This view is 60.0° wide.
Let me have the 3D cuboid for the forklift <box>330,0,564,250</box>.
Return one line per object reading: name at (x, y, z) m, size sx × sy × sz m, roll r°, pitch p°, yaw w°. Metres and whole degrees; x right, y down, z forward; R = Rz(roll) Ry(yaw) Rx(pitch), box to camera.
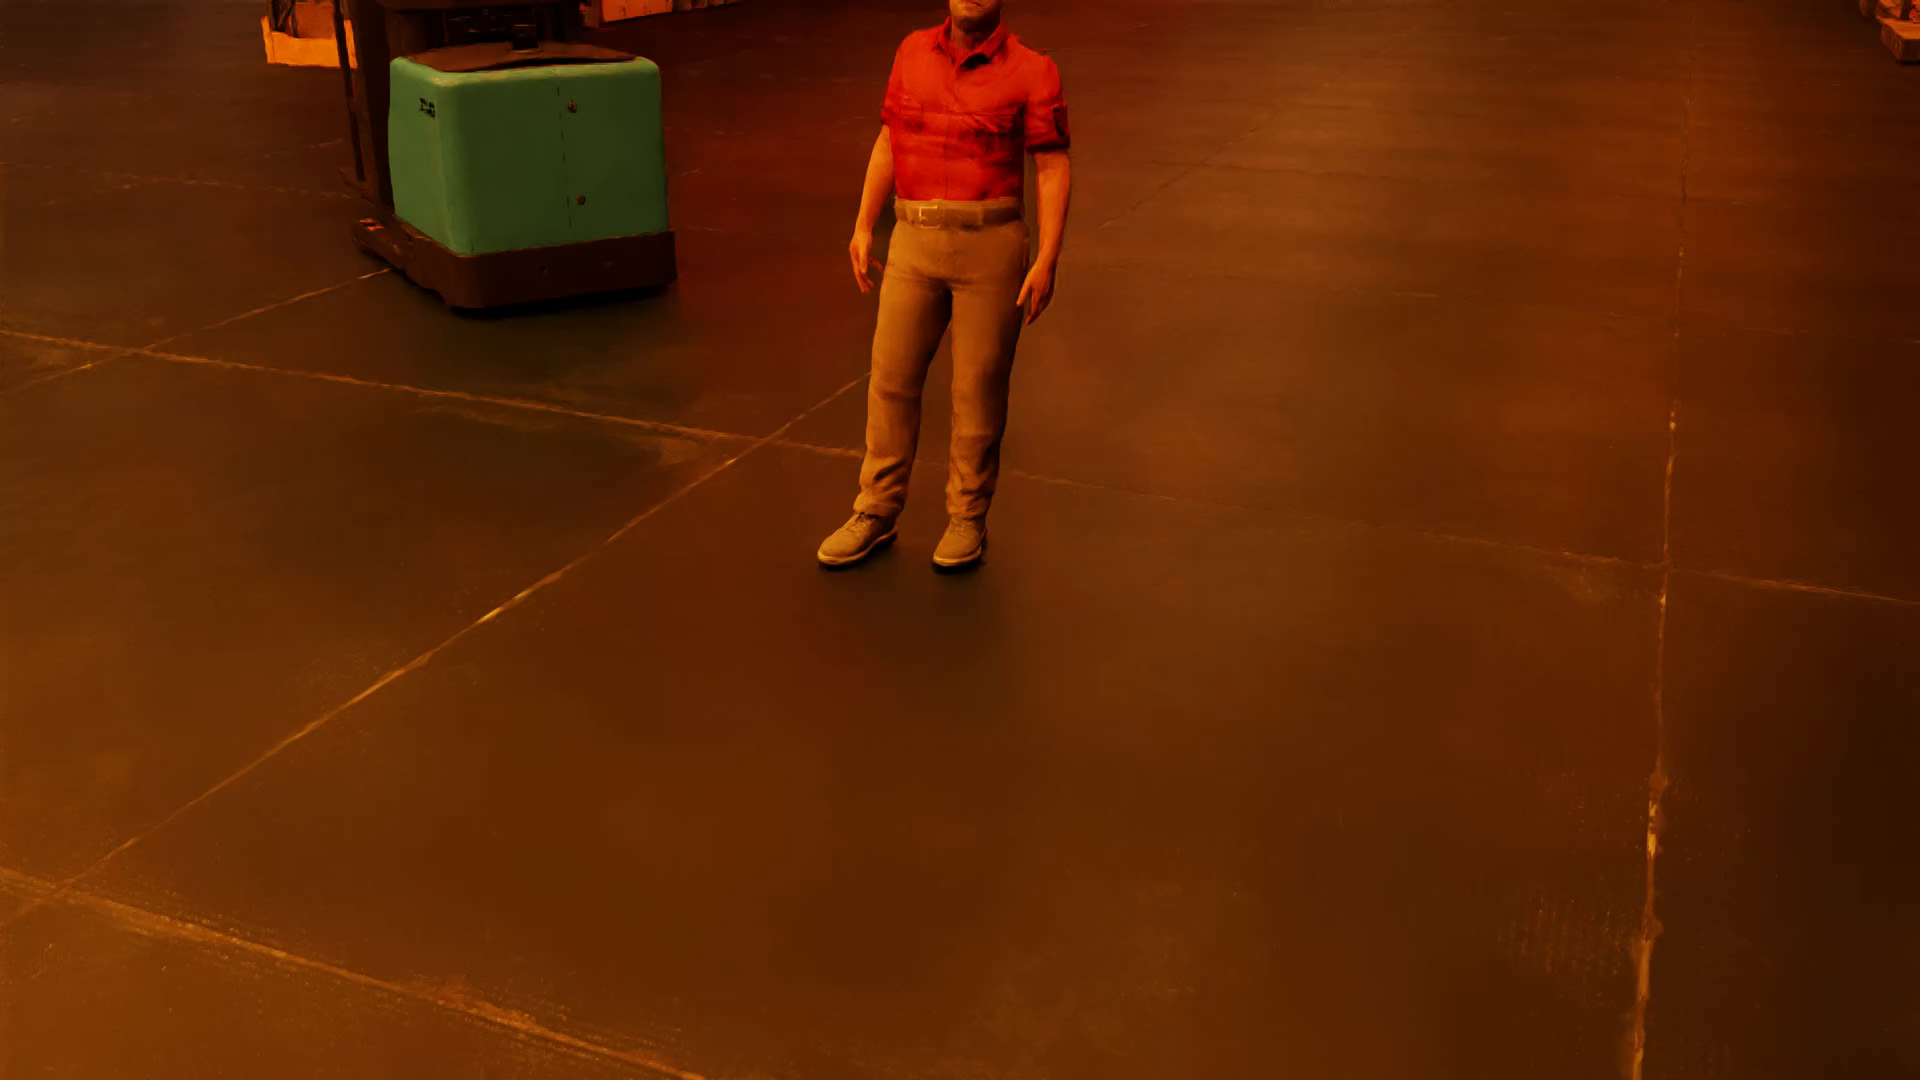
forklift at (-2.590, -2.892, 8.294) m, size 1.101 × 2.867 × 2.884 m, roll -14°, pitch 26°, yaw -29°
